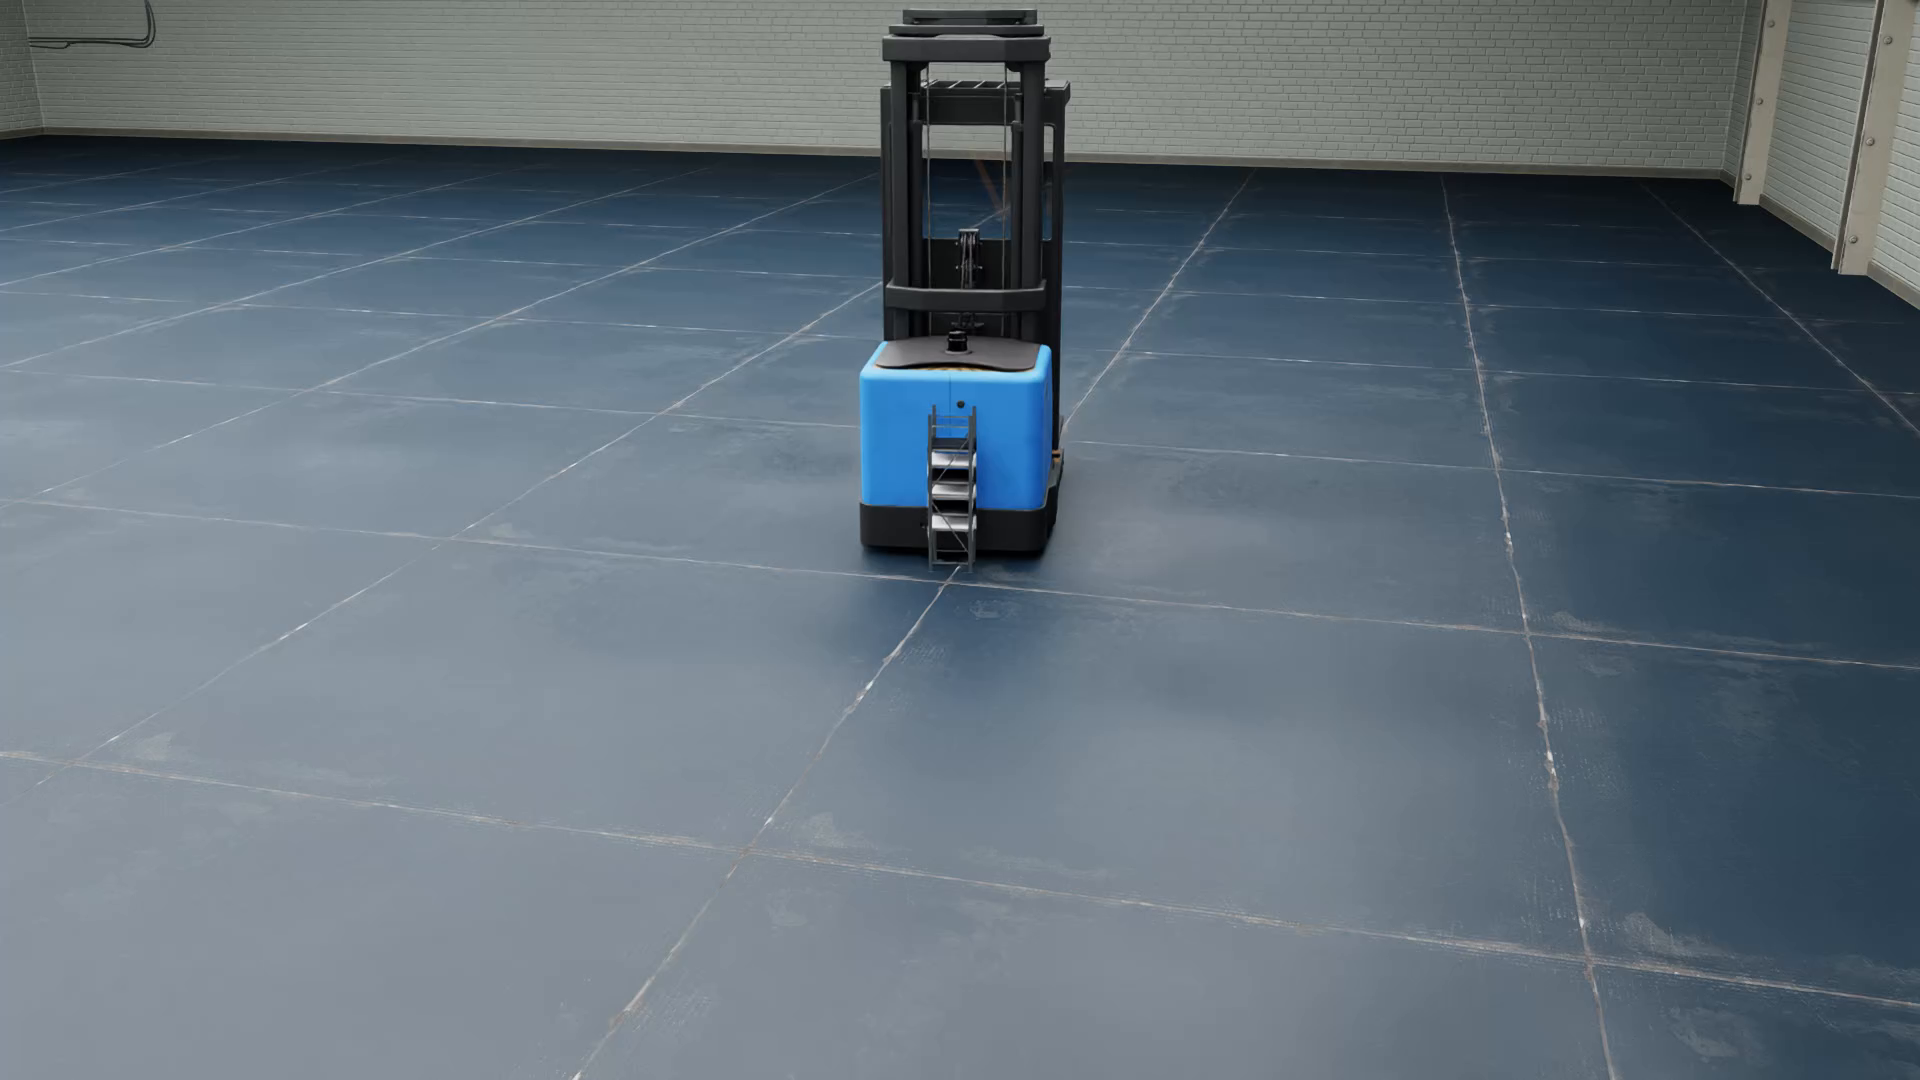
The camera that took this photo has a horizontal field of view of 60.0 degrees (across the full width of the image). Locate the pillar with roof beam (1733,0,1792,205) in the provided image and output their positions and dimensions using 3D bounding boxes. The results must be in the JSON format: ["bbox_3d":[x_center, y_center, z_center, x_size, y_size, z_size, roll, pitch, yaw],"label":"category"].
[{"bbox_3d":[7.118,-9.440,23.403,9.100,9.000,0.400,5,19,13],"label":"pillar with roof beam"}]

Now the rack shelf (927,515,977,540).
[{"bbox_3d":[-0.042,-0.071,9.162,0.258,0.077,0.200,2,19,6],"label":"rack shelf"}]

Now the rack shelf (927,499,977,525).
[{"bbox_3d":[-0.042,-0.156,9.133,0.258,0.077,0.200,2,19,6],"label":"rack shelf"}]

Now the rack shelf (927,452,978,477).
[{"bbox_3d":[-0.042,-0.411,9.046,0.258,0.077,0.200,2,19,6],"label":"rack shelf"}]

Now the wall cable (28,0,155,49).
[{"bbox_3d":[-17.251,-10.937,32.590,3.097,2.526,0.112,5,19,13],"label":"wall cable"}]

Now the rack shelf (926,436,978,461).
[{"bbox_3d":[-0.042,-0.497,9.017,0.258,0.077,0.200,2,19,6],"label":"rack shelf"}]

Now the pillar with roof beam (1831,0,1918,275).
[{"bbox_3d":[5.652,-7.559,17.897,9.100,9.000,0.400,5,19,13],"label":"pillar with roof beam"}]

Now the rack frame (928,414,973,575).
[{"bbox_3d":[-0.053,-0.240,8.998,0.240,0.900,0.006,2,19,6],"label":"rack frame"}]

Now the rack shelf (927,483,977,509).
[{"bbox_3d":[-0.042,-0.241,9.104,0.258,0.077,0.200,2,19,6],"label":"rack shelf"}]

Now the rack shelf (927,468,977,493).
[{"bbox_3d":[-0.042,-0.326,9.075,0.258,0.077,0.200,2,19,6],"label":"rack shelf"}]

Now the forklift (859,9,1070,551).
[{"bbox_3d":[0.100,-1.756,10.295,1.130,2.935,3.031,2,19,6],"label":"forklift"}]

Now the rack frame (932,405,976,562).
[{"bbox_3d":[-0.032,-0.305,9.189,0.240,0.900,0.006,2,19,6],"label":"rack frame"}]

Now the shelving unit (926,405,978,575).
[{"bbox_3d":[-0.042,-0.273,9.093,0.258,0.900,0.210,2,19,6],"label":"shelving unit"}]
